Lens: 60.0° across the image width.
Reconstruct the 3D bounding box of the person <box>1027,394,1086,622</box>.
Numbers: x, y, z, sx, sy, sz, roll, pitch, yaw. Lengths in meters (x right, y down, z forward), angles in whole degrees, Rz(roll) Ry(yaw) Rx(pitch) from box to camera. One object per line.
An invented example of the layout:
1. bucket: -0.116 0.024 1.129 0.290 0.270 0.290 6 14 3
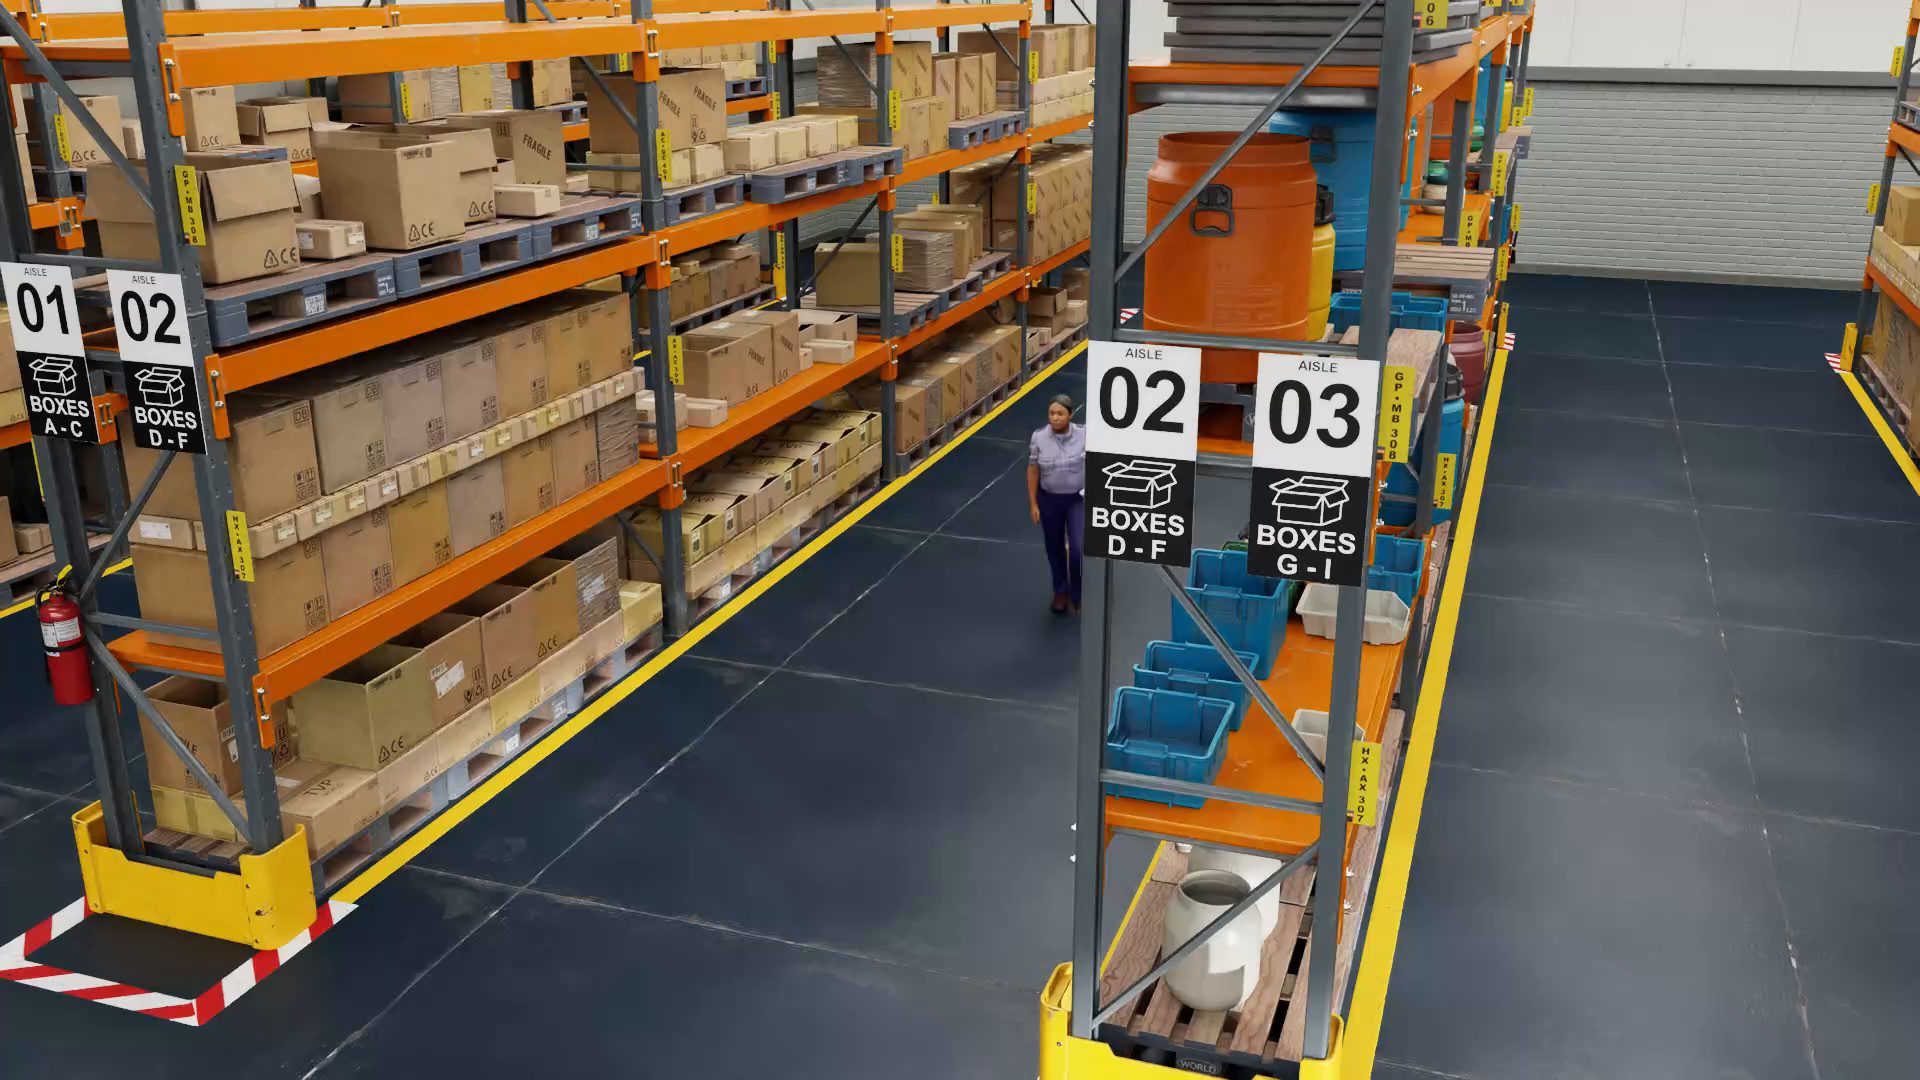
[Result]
1. person: 0.736 -0.239 11.828 0.512 1.683 0.501 4 19 11
